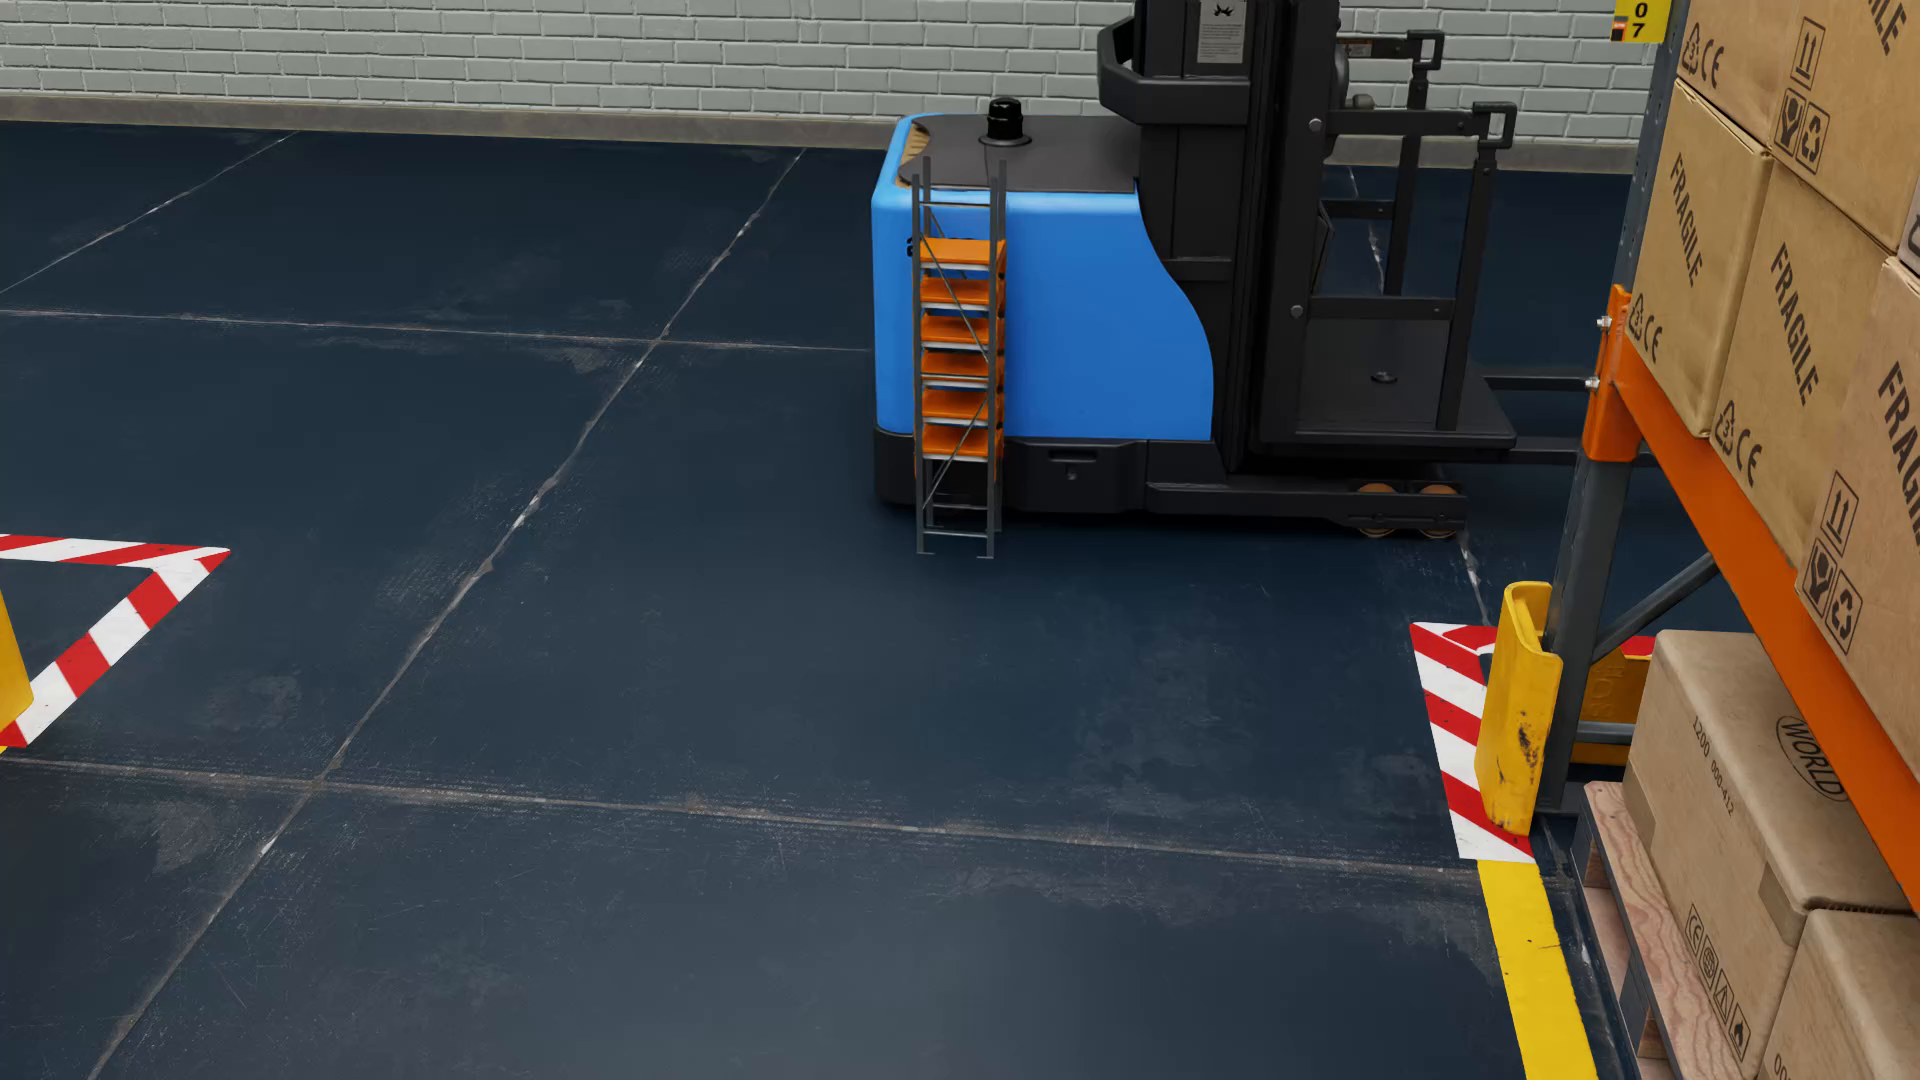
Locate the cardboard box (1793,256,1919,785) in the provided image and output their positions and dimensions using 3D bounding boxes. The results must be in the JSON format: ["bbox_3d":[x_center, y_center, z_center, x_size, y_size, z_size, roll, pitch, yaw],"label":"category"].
[{"bbox_3d":[1.405,-0.015,2.010,0.500,0.500,0.500,3,28,6],"label":"cardboard box"}]

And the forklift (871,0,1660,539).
[{"bbox_3d":[1.257,-1.555,5.047,3.031,2.935,1.130,1,28,3],"label":"forklift"}]

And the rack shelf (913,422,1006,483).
[{"bbox_3d":[-0.001,-0.268,5.082,0.258,0.103,0.180,4,28,8],"label":"rack shelf"}]

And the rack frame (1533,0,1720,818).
[{"bbox_3d":[1.863,-0.658,3.310,1.000,3.000,0.127,3,28,6],"label":"rack frame"}]

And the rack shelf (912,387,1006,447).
[{"bbox_3d":[-0.001,-0.374,5.026,0.258,0.103,0.180,4,28,8],"label":"rack shelf"}]

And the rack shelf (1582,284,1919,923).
[{"bbox_3d":[1.618,0.600,1.733,1.077,0.370,4.000,3,28,6],"label":"rack shelf"}]

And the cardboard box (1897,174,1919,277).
[{"bbox_3d":[1.410,-0.447,1.757,0.500,0.500,0.500,3,28,6],"label":"cardboard box"}]

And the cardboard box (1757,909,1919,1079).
[{"bbox_3d":[1.777,1.032,2.430,0.875,0.438,0.875,4,29,8],"label":"cardboard box"}]

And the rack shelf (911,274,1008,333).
[{"bbox_3d":[-0.001,-0.692,4.856,0.258,0.103,0.180,4,28,8],"label":"rack shelf"}]

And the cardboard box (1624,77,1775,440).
[{"bbox_3d":[1.519,-0.493,2.898,0.500,0.500,0.500,3,28,6],"label":"cardboard box"}]

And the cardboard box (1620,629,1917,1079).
[{"bbox_3d":[1.881,0.601,3.230,0.875,0.438,0.875,2,28,4],"label":"cardboard box"}]

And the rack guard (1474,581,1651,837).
[{"bbox_3d":[1.866,0.431,3.923,1.175,0.500,0.348,3,28,6],"label":"rack guard"}]

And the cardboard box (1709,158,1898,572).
[{"bbox_3d":[1.485,-0.254,2.453,0.500,0.500,0.500,3,28,5],"label":"cardboard box"}]

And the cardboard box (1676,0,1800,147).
[{"bbox_3d":[1.521,-0.933,2.660,0.500,0.500,0.500,3,28,5],"label":"cardboard box"}]

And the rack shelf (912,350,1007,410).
[{"bbox_3d":[-0.001,-0.480,4.969,0.258,0.103,0.180,4,28,8],"label":"rack shelf"}]

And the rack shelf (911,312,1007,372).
[{"bbox_3d":[-0.001,-0.586,4.912,0.258,0.103,0.180,4,28,8],"label":"rack shelf"}]

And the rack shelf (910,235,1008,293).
[{"bbox_3d":[-0.001,-0.798,4.799,0.258,0.103,0.180,4,28,8],"label":"rack shelf"}]

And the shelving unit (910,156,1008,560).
[{"bbox_3d":[-0.001,-0.519,4.948,0.258,1.200,0.189,4,28,8],"label":"shelving unit"}]

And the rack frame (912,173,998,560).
[{"bbox_3d":[-0.015,-0.477,4.868,0.240,1.200,0.006,4,28,8],"label":"rack frame"}]

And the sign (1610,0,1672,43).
[{"bbox_3d":[1.313,-1.110,3.151,0.100,0.325,0.005,3,28,6],"label":"sign"}]

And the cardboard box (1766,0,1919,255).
[{"bbox_3d":[1.465,-0.690,2.208,0.500,0.500,0.500,3,28,5],"label":"cardboard box"}]

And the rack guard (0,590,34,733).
[{"bbox_3d":[-3.072,0.238,4.282,1.175,0.500,0.348,3,28,6],"label":"rack guard"}]

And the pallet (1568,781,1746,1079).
[{"bbox_3d":[1.842,0.950,3.264,1.003,0.211,1.213,3,28,6],"label":"pallet"}]

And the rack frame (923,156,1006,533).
[{"bbox_3d":[0.013,-0.562,5.028,0.240,1.200,0.006,4,28,8],"label":"rack frame"}]
